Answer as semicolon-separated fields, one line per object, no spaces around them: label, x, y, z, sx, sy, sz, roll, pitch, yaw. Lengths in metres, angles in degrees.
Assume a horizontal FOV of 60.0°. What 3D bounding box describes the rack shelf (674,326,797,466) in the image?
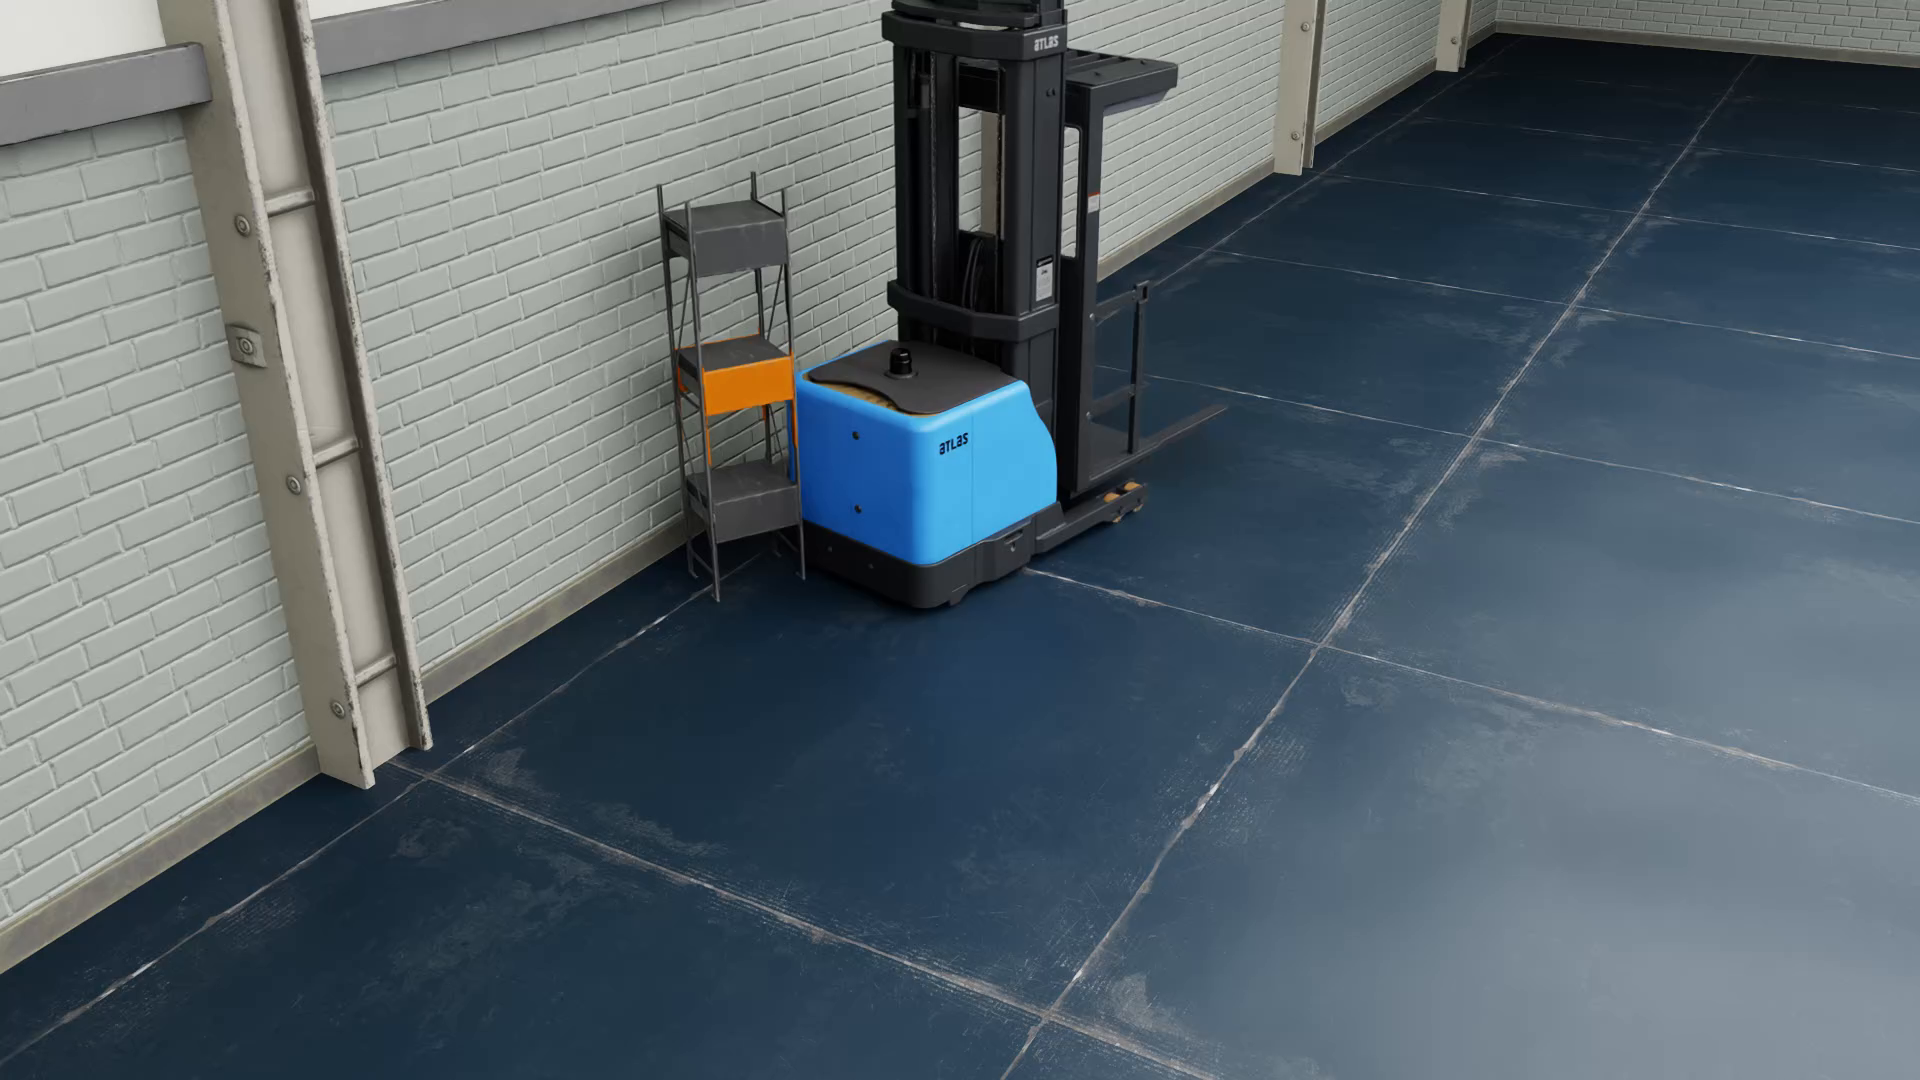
rack shelf;-1.138;-0.734;8.401;0.480;0.518;0.431;-14;30;-26

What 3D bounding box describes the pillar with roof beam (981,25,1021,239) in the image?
pillar with roof beam;4.121;-4.457;8.100;9.100;9.000;0.400;14;30;26

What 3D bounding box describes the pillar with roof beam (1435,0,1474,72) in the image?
pillar with roof beam;10.025;-9.133;17.442;9.100;9.000;0.400;14;30;26

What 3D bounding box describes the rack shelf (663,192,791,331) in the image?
rack shelf;-1.138;-1.360;8.088;0.480;0.518;0.431;-14;30;-26

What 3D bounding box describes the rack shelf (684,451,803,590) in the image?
rack shelf;-1.138;-0.108;8.715;0.480;0.518;0.431;-14;30;-26

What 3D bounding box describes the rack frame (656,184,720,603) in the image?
rack frame;-1.350;-0.692;8.287;0.015;2.100;0.400;-14;30;-26

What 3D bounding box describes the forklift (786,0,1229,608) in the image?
forklift;0.436;-1.544;9.059;1.130;2.935;3.031;22;34;36

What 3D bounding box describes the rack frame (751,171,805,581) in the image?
rack frame;-0.926;-0.801;8.503;0.015;2.100;0.400;-14;30;-26

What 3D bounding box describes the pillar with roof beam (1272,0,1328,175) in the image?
pillar with roof beam;7.073;-6.795;12.771;9.100;9.000;0.400;14;30;26

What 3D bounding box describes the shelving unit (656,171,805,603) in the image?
shelving unit;-1.138;-0.746;8.395;0.503;2.100;0.431;-14;30;-26

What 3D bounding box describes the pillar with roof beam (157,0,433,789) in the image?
pillar with roof beam;1.170;-2.118;3.429;9.100;9.000;0.400;14;30;26
